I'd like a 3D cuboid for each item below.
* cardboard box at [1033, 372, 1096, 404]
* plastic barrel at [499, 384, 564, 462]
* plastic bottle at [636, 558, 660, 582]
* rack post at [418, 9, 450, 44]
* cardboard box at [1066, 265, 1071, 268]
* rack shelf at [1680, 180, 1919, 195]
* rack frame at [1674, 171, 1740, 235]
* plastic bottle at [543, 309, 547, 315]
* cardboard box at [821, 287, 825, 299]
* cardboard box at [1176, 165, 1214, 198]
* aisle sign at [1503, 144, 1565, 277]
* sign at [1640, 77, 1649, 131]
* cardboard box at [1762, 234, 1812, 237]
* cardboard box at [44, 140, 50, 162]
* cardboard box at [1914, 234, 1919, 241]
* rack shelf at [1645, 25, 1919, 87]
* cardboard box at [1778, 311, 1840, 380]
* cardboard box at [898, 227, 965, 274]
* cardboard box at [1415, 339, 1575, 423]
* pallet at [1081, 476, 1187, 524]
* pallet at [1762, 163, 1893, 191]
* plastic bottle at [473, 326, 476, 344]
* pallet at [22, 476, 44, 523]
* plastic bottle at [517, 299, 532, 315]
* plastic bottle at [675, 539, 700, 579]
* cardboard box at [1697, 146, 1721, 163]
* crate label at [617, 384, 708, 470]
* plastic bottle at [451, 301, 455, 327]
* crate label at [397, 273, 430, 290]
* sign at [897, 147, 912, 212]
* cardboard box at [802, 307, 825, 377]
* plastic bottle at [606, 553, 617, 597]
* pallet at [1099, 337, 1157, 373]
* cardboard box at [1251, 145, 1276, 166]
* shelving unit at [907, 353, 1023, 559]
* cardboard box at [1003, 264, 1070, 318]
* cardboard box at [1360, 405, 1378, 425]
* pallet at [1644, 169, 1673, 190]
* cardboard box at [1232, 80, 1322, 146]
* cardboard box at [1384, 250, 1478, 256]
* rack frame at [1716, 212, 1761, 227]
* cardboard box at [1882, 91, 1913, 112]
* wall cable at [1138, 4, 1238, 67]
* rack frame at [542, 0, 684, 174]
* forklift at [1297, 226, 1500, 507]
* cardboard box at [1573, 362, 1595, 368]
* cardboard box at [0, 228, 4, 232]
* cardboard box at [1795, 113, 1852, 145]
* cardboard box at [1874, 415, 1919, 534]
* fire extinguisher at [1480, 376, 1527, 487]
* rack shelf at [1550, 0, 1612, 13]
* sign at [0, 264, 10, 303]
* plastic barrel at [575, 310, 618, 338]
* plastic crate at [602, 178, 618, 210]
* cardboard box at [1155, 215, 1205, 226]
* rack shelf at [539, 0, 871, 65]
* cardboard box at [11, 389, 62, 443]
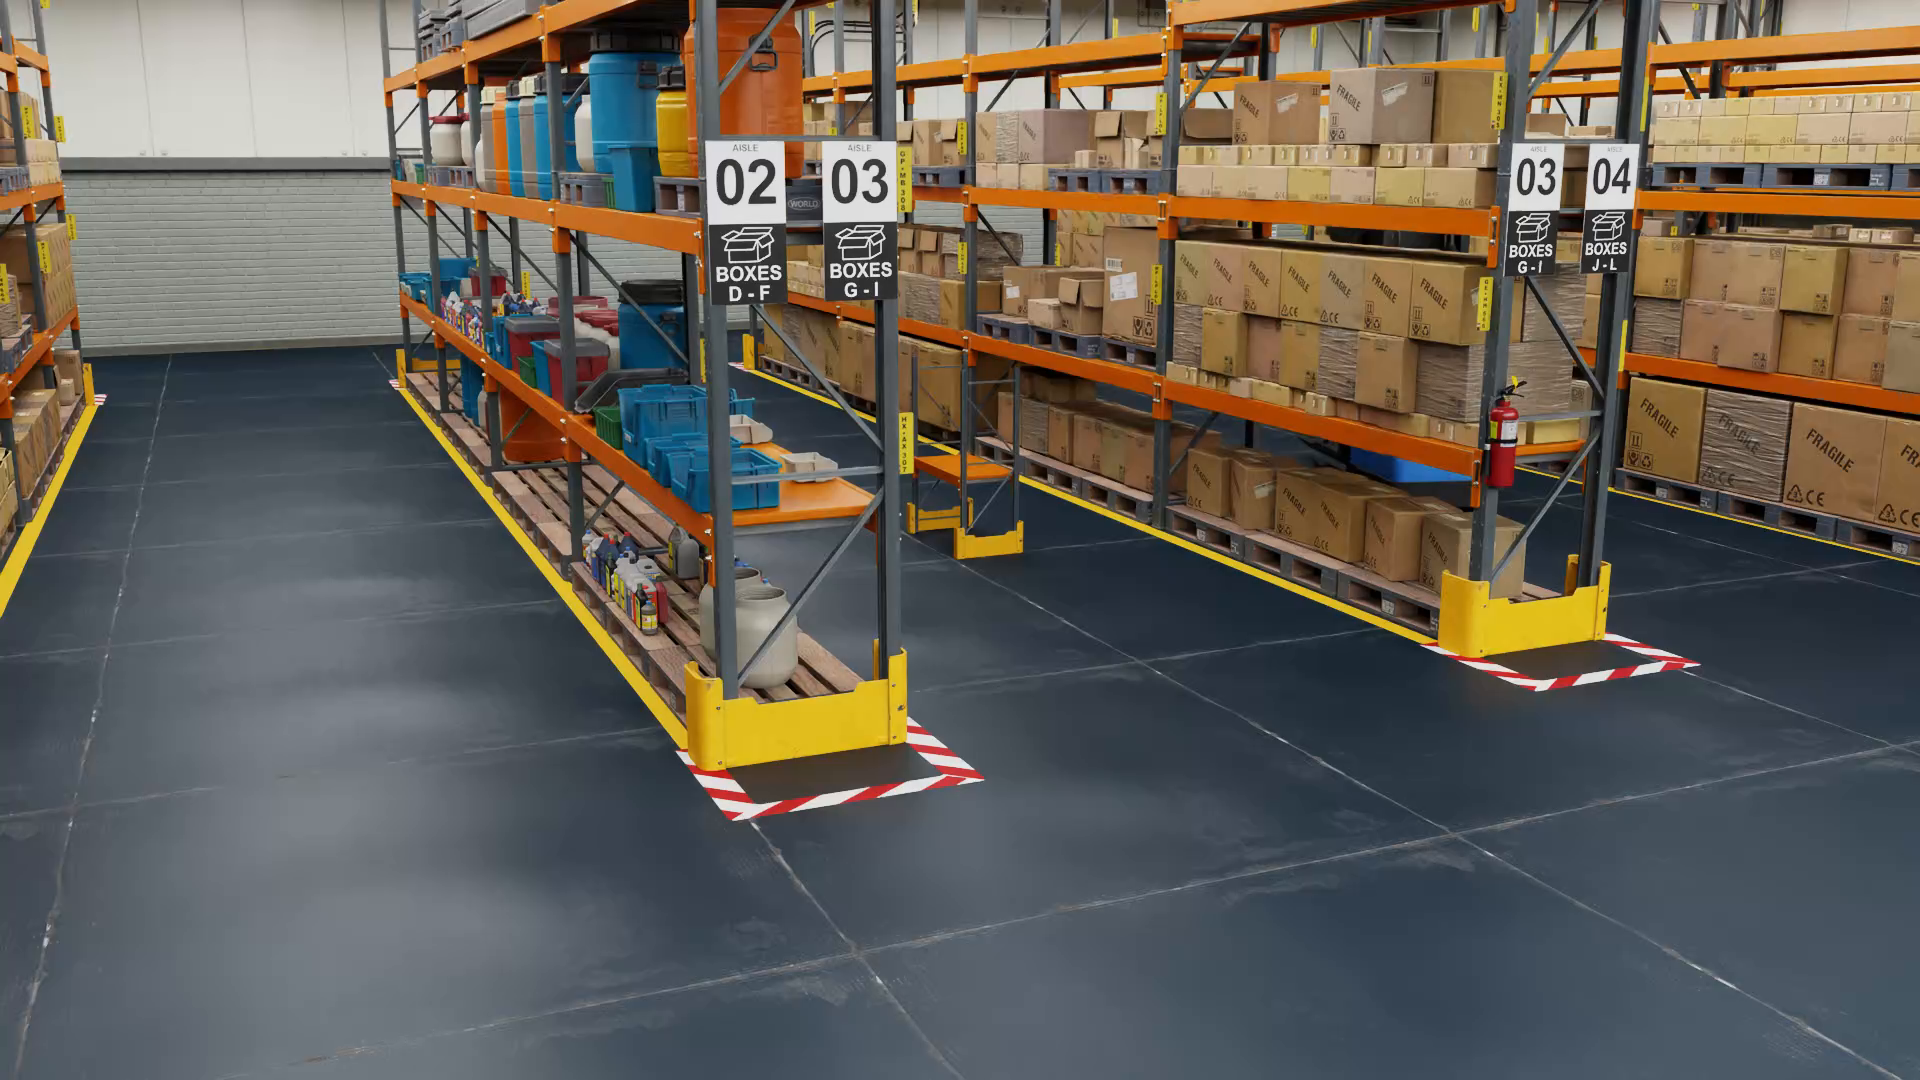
[{"bbox_3d":[1.051,-1.546,16.804,0.500,0.250,0.500,-4,14,-17],"label":"cardboard box"},{"bbox_3d":[-4.216,-1.228,16.406,0.600,0.830,0.708,-6,14,-23],"label":"plastic barrel"},{"bbox_3d":[-2.088,0.270,11.116,0.152,0.276,0.135,-6,14,-23],"label":"plastic bottle"},{"bbox_3d":[-5.298,-5.517,17.917,0.937,0.300,0.954,-6,14,-24],"label":"rack post"},{"bbox_3d":[1.883,-4.241,26.099,0.380,0.149,0.250,-5,14,-21],"label":"cardboard box"},{"bbox_3d":[10.415,-4.022,19.537,1.077,0.370,4.000,-6,14,-23],"label":"rack shelf"},{"bbox_3d":[9.614,-3.324,21.579,1.000,3.000,0.127,-6,14,-23],"label":"rack frame"},{"bbox_3d":[-4.273,-2.255,17.245,0.097,0.271,0.097,0,13,0],"label":"plastic bottle"},{"bbox_3d":[-1.595,-3.220,21.685,0.380,0.149,0.250,-5,14,-22],"label":"cardboard box"},{"bbox_3d":[2.081,-2.875,13.318,0.500,0.250,0.500,-6,14,-25],"label":"cardboard box"},{"bbox_3d":[3.488,-2.003,10.105,0.394,0.787,0.004,-6,14,-23],"label":"aisle sign"},{"bbox_3d":[4.235,-2.712,10.346,0.100,0.325,0.005,-6,14,-23],"label":"sign"},{"bbox_3d":[10.268,-3.548,20.733,0.500,0.500,0.500,-6,14,-24],"label":"cardboard box"},{"bbox_3d":[-10.913,-4.530,19.360,0.500,0.250,0.500,-6,14,-23],"label":"cardboard box"},{"bbox_3d":[14.097,-4.147,23.982,0.500,0.500,0.500,-5,14,-20],"label":"cardboard box"},{"bbox_3d":[7.522,-3.994,13.651,1.077,0.370,4.000,-6,14,-23],"label":"rack shelf"},{"bbox_3d":[7.533,-1.693,14.201,0.875,0.550,0.500,-6,14,-23],"label":"cardboard box"},{"bbox_3d":[-0.278,-3.392,19.425,0.797,0.503,0.637,-5,14,-21],"label":"cardboard box"},{"bbox_3d":[3.543,-1.086,11.027,0.875,0.500,0.500,-6,14,-23],"label":"cardboard box"},{"bbox_3d":[1.823,-0.405,15.150,1.003,0.211,1.213,-6,14,-23],"label":"pallet"},{"bbox_3d":[7.524,-3.026,13.837,1.003,0.211,1.213,-6,14,-23],"label":"pallet"},{"bbox_3d":[-4.797,-2.063,16.573,0.097,0.201,0.097,0,13,0],"label":"plastic bottle"},{"bbox_3d":[-8.809,-0.334,14.845,1.003,0.211,1.213,-6,14,-23],"label":"pallet"},{"bbox_3d":[-4.583,-2.354,17.499,0.144,0.351,0.185,-6,14,-23],"label":"plastic bottle"},{"bbox_3d":[-1.929,0.123,11.752,0.152,0.276,0.135,-6,14,-23],"label":"plastic bottle"},{"bbox_3d":[6.759,-3.411,14.707,0.380,0.149,0.250,-6,14,-23],"label":"cardboard box"},{"bbox_3d":[-1.785,-0.702,10.171,0.502,0.435,0.616,-6,14,-23],"label":"crate label"},{"bbox_3d":[-5.495,-2.453,18.076,0.061,0.283,0.133,-6,14,-23],"label":"plastic bottle"},{"bbox_3d":[-7.412,-3.501,22.583,0.416,0.233,0.303,-6,14,-23],"label":"crate label"},{"bbox_3d":[-0.294,-1.843,8.509,0.100,0.325,0.005,-6,14,-23],"label":"sign"},{"bbox_3d":[-1.620,-2.754,22.899,0.875,0.875,0.875,-6,14,-23],"label":"cardboard box"},{"bbox_3d":[-2.356,0.235,11.250,0.061,0.283,0.133,-5,14,-20],"label":"plastic bottle"},{"bbox_3d":[1.963,-1.680,14.902,1.003,0.211,1.213,-6,14,-23],"label":"pallet"},{"bbox_3d":[2.406,-2.873,12.429,0.380,0.149,0.250,-6,14,-24],"label":"cardboard box"},{"bbox_3d":[0.031,-0.715,13.633,0.587,1.500,1.083,-6,14,-23],"label":"shelving unit"},{"bbox_3d":[0.786,-2.574,17.187,0.500,0.500,0.500,-8,15,-30],"label":"cardboard box"},{"bbox_3d":[3.040,-0.901,11.668,0.380,0.149,0.250,-6,14,-23],"label":"cardboard box"},{"bbox_3d":[6.308,-3.583,16.469,0.805,0.209,1.217,-6,14,-25],"label":"pallet"},{"bbox_3d":[2.550,-3.431,13.400,0.500,0.500,0.500,-6,14,-25],"label":"cardboard box"},{"bbox_3d":[3.372,-1.802,11.905,0.500,0.500,0.500,-6,14,-23],"label":"cardboard box"},{"bbox_3d":[12.558,-4.599,27.090,1.000,3.000,0.127,-6,14,-23],"label":"rack frame"},{"bbox_3d":[7.472,-3.433,13.032,0.380,0.149,0.250,-6,14,-23],"label":"cardboard box"},{"bbox_3d":[4.563,-9.117,33.303,2.355,3.000,0.029,-6,14,-23],"label":"wall cable"},{"bbox_3d":[-2.402,-4.078,11.532,1.000,3.000,0.127,-6,14,-23],"label":"rack frame"},{"bbox_3d":[4.122,-1.984,15.941,1.130,2.935,3.031,-2,13,-8],"label":"forklift"},{"bbox_3d":[9.060,-2.828,23.218,0.875,0.875,0.875,-5,14,-22],"label":"cardboard box"},{"bbox_3d":[-11.197,-3.292,19.002,0.500,0.500,0.500,-6,14,-23],"label":"cardboard box"},{"bbox_3d":[7.270,-3.377,13.676,0.500,0.250,0.500,-5,14,-22],"label":"cardboard box"},{"bbox_3d":[7.991,-0.507,13.188,0.875,0.875,0.875,-6,14,-23],"label":"cardboard box"},{"bbox_3d":[3.362,-0.673,10.297,0.296,0.674,0.183,-6,14,-23],"label":"fire extinguisher"},{"bbox_3d":[11.757,-9.204,27.906,1.077,0.370,4.000,-6,14,-23],"label":"rack shelf"},{"bbox_3d":[-8.038,-2.150,13.938,0.100,0.325,0.005,-6,14,-23],"label":"sign"},{"bbox_3d":[-3.052,-1.680,14.174,0.433,0.535,0.433,0,13,0],"label":"plastic barrel"},{"bbox_3d":[-2.020,-2.163,10.379,0.336,0.188,0.450,-6,14,-23],"label":"plastic crate"},{"bbox_3d":[3.080,-4.436,23.284,0.500,0.500,0.500,-6,14,-25],"label":"cardboard box"},{"bbox_3d":[-1.601,-3.119,9.873,1.077,0.370,4.000,-6,14,-23],"label":"rack shelf"},{"bbox_3d":[-9.687,-1.282,17.323,0.500,0.500,0.500,-6,14,-23],"label":"cardboard box"}]
